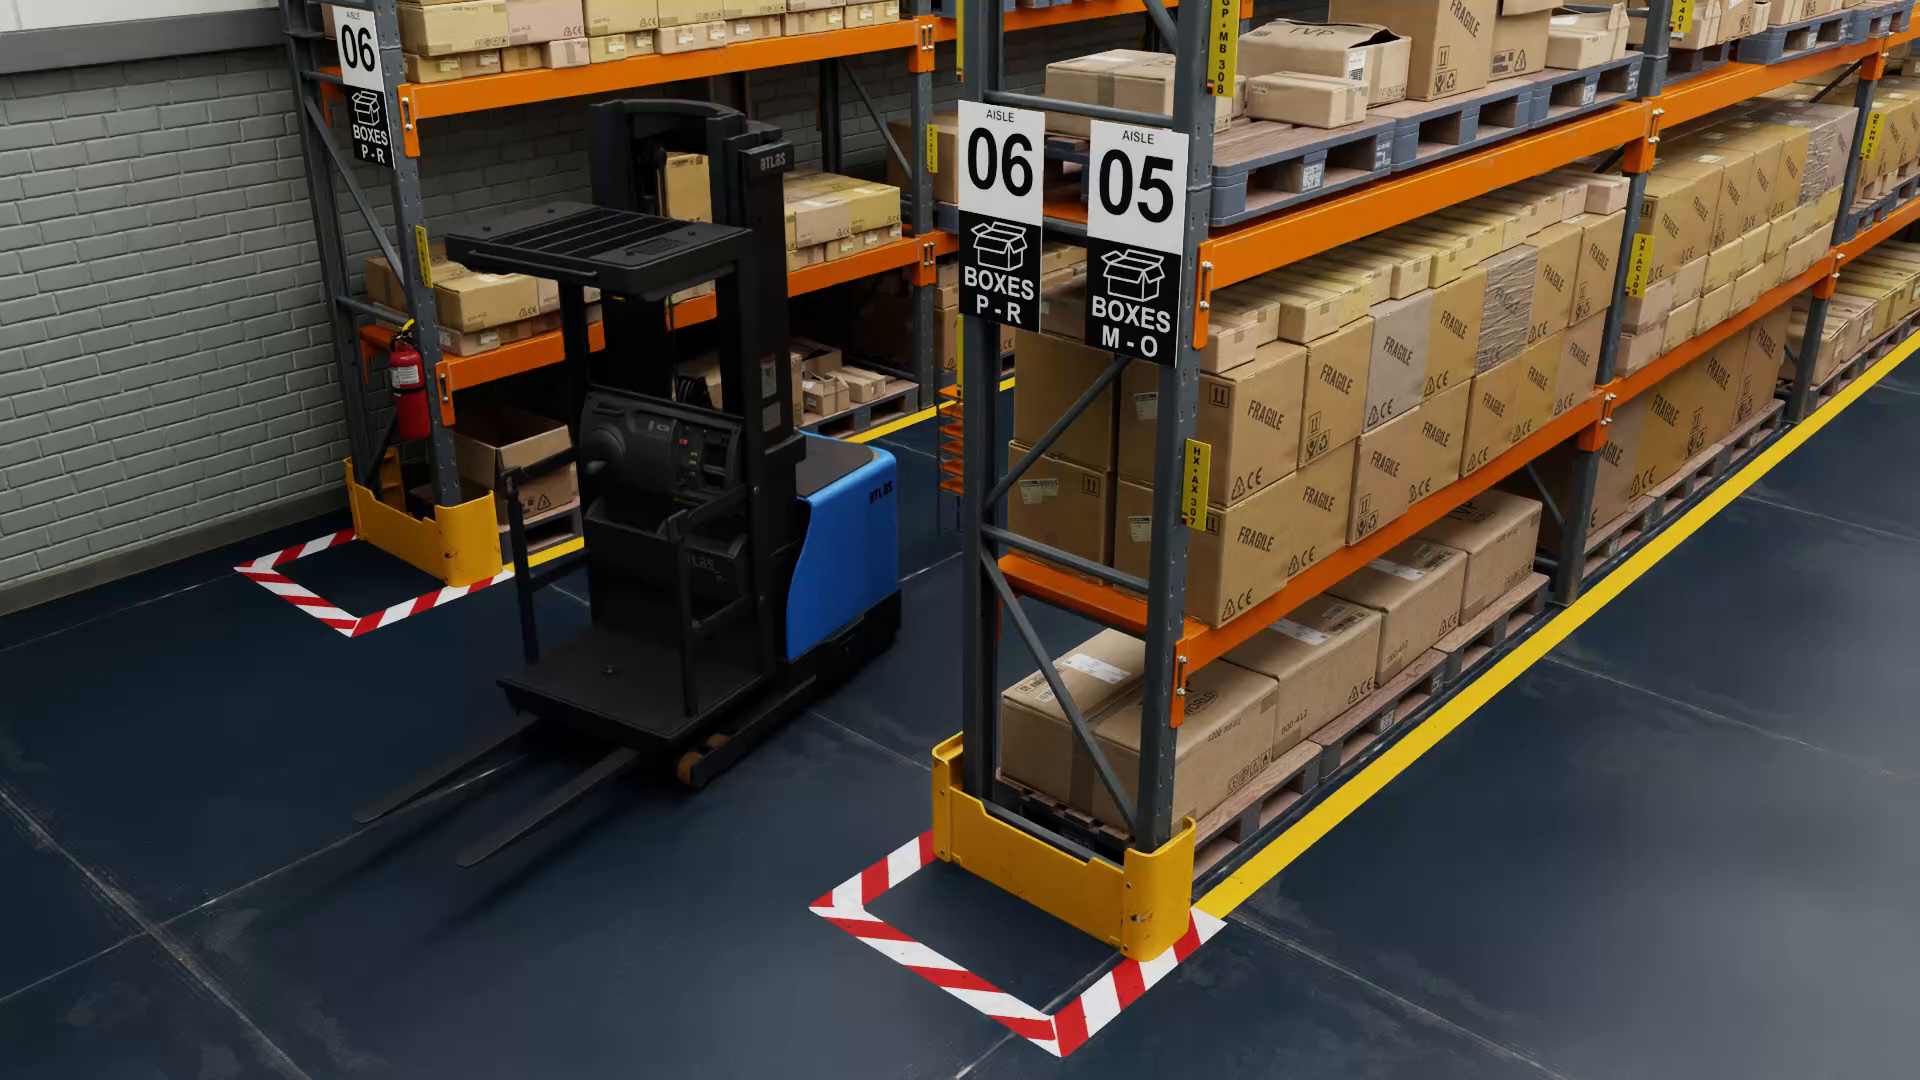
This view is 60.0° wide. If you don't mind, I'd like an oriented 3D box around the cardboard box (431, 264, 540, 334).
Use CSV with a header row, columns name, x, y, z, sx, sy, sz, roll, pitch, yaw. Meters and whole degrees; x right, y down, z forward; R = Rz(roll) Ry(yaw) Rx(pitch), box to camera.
name,x,y,z,sx,sy,sz,roll,pitch,yaw
cardboard box,-2.774,-1.401,9.529,0.500,0.250,0.500,20,31,38

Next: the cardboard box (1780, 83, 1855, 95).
name,x,y,z,sx,sy,sz,roll,pitch,yaw
cardboard box,6.530,-3.254,12.843,0.500,0.500,0.500,18,30,34

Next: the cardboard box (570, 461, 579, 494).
name,x,y,z,sx,sy,sz,roll,pitch,yaw
cardboard box,-2.486,-0.439,10.535,0.380,0.149,0.250,19,30,36

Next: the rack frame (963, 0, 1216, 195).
name,x,y,z,sx,sy,sz,roll,pitch,yaw
rack frame,0.421,-2.653,5.167,1.000,3.000,0.127,20,31,38

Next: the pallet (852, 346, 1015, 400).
name,x,y,z,sx,sy,sz,roll,pitch,yaw
pallet,-0.093,-1.474,13.279,1.003,0.211,1.213,20,31,38

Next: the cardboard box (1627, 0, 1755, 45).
name,x,y,z,sx,sy,sz,roll,pitch,yaw
cardboard box,3.895,-2.929,8.815,0.500,0.500,0.500,19,31,37

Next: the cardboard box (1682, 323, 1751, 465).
name,x,y,z,sx,sy,sz,roll,pitch,yaw
cardboard box,4.639,-1.116,11.157,0.875,0.875,0.875,21,31,38

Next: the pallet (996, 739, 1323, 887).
name,x,y,z,sx,sy,sz,roll,pitch,yaw
pallet,0.897,1.092,7.556,1.003,0.211,1.213,20,31,38

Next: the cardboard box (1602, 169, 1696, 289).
name,x,y,z,sx,sy,sz,roll,pitch,yaw
cardboard box,3.599,-1.691,9.011,0.500,0.500,0.500,21,31,38

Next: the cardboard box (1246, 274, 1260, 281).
name,x,y,z,sx,sy,sz,roll,pitch,yaw
cardboard box,1.199,-1.188,7.097,0.380,0.149,0.250,20,31,37

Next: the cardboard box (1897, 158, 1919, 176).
name,x,y,z,sx,sy,sz,roll,pitch,yaw
cardboard box,7.231,-2.957,12.972,0.380,0.149,0.250,21,32,39

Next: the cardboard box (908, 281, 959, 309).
name,x,y,z,sx,sy,sz,roll,pitch,yaw
cardboard box,-0.170,-1.872,12.507,0.380,0.149,0.250,22,32,40

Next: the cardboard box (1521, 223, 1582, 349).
name,x,y,z,sx,sy,sz,roll,pitch,yaw
cardboard box,2.637,-1.264,8.059,0.500,0.500,0.500,20,31,37

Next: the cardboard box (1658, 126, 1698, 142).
name,x,y,z,sx,sy,sz,roll,pitch,yaw
cardboard box,4.229,-2.311,10.393,0.500,0.500,0.500,21,31,38

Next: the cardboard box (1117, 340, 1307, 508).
name,x,y,z,sx,sy,sz,roll,pitch,yaw
cardboard box,0.954,-0.485,6.322,0.500,0.500,0.500,19,31,36

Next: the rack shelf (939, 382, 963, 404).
name,x,y,z,sx,sy,sz,roll,pitch,yaw
rack shelf,0.010,-0.840,9.885,0.258,0.103,0.180,20,31,38

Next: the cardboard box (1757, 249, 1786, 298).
name,x,y,z,sx,sy,sz,roll,pitch,yaw
cardboard box,4.939,-1.750,10.670,0.500,0.250,0.500,20,31,37

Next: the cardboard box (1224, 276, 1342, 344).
name,x,y,z,sx,sy,sz,roll,pitch,yaw
cardboard box,1.245,-0.893,6.437,0.380,0.149,0.250,21,32,39

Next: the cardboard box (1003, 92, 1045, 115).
name,x,y,z,sx,sy,sz,roll,pitch,yaw
cardboard box,0.751,-3.208,13.104,0.700,0.500,0.500,20,31,37

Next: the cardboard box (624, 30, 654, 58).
name,x,y,z,sx,sy,sz,roll,pitch,yaw
cardboard box,-2.021,-2.939,9.780,0.380,0.149,0.250,20,31,37

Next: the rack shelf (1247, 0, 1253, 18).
name,x,y,z,sx,sy,sz,roll,pitch,yaw
rack shelf,3.396,-5.357,15.743,1.077,0.370,4.000,20,31,38

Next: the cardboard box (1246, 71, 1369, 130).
name,x,y,z,sx,sy,sz,roll,pitch,yaw
cardboard box,1.319,-1.675,6.325,0.380,0.149,0.250,22,32,39

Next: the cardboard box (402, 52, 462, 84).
name,x,y,z,sx,sy,sz,roll,pitch,yaw
cardboard box,-2.892,-2.557,8.927,0.380,0.149,0.250,21,32,39

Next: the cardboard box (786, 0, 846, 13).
name,x,y,z,sx,sy,sz,roll,pitch,yaw
cardboard box,-1.083,-3.547,10.649,0.500,0.250,0.500,19,30,36

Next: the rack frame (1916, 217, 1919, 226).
name,x,y,z,sx,sy,sz,roll,pitch,yaw
rack frame,8.430,-3.571,14.548,1.000,3.000,0.127,20,31,38

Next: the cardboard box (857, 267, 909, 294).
name,x,y,z,sx,sy,sz,roll,pitch,yaw
cardboard box,-0.577,-2.026,12.851,0.380,0.149,0.250,19,30,36

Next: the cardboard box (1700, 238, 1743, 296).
name,x,y,z,sx,sy,sz,roll,pitch,yaw
cardboard box,4.278,-1.664,9.866,0.500,0.250,0.500,21,31,38

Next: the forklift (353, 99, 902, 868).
name,x,y,z,sx,sy,sz,roll,pitch,yaw
forklift,-1.509,-0.406,7.573,1.130,2.935,3.031,14,28,28

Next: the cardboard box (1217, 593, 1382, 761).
name,x,y,z,sx,sy,sz,roll,pitch,yaw
cardboard box,1.392,0.553,7.969,0.875,0.438,0.875,21,32,39

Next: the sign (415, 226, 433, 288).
name,x,y,z,sx,sy,sz,roll,pitch,yaw
sign,-2.873,-1.516,8.907,0.100,0.325,0.005,20,31,38

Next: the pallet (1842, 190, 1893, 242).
name,x,y,z,sx,sy,sz,roll,pitch,yaw
pallet,6.157,-2.511,12.419,1.213,0.211,1.003,20,31,38

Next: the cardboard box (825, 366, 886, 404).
name,x,y,z,sx,sy,sz,roll,pitch,yaw
cardboard box,-0.761,-1.129,12.073,0.380,0.149,0.250,19,30,36

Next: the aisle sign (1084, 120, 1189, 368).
name,x,y,z,sx,sy,sz,roll,pitch,yaw
aisle sign,0.589,-1.000,5.637,0.394,0.787,0.004,20,31,38

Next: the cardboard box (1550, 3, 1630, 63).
name,x,y,z,sx,sy,sz,roll,pitch,yaw
cardboard box,2.903,-2.396,7.791,0.396,0.266,0.258,21,32,39

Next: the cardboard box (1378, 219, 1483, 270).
name,x,y,z,sx,sy,sz,roll,pitch,yaw
cardboard box,2.069,-1.300,7.345,0.380,0.149,0.250,20,31,38

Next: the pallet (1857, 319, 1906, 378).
name,x,y,z,sx,sy,sz,roll,pitch,yaw
pallet,7.098,-1.688,13.756,1.003,0.211,1.213,20,31,38

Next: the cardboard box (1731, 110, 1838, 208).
name,x,y,z,sx,sy,sz,roll,pitch,yaw
cardboard box,5.274,-2.467,10.741,0.500,0.500,0.500,21,31,38

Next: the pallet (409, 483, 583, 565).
name,x,y,z,sx,sy,sz,roll,pitch,yaw
pallet,-2.695,-0.263,10.579,1.003,0.211,1.213,20,31,38

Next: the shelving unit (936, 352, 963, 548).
name,x,y,z,sx,sy,sz,roll,pitch,yaw
shelving unit,0.010,-0.552,10.014,0.258,1.200,0.189,20,31,38

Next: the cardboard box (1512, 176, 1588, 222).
name,x,y,z,sx,sy,sz,roll,pitch,yaw
cardboard box,2.866,-1.700,8.238,0.380,0.149,0.250,21,32,39

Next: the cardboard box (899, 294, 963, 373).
name,x,y,z,sx,sy,sz,roll,pitch,yaw
cardboard box,-0.118,-1.625,12.750,0.500,0.500,0.500,22,32,40

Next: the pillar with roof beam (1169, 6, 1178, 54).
name,x,y,z,sx,sy,sz,roll,pitch,yaw
pillar with roof beam,5.466,-5.912,12.436,9.100,9.000,0.400,20,31,38

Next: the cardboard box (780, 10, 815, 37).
name,x,y,z,sx,sy,sz,roll,pitch,yaw
cardboard box,-1.147,-3.325,10.640,0.380,0.149,0.250,20,31,37

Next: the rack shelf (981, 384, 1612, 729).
name,x,y,z,sx,sy,sz,roll,pitch,yaw
rack shelf,1.756,-0.196,7.901,1.077,0.370,4.000,20,31,38

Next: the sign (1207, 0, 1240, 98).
name,x,y,z,sx,sy,sz,roll,pitch,yaw
sign,0.831,-1.565,5.244,0.100,0.325,0.005,20,31,38

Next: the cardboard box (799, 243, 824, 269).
name,x,y,z,sx,sy,sz,roll,pitch,yaw
cardboard box,-1.141,-1.964,11.270,0.380,0.149,0.250,21,32,39

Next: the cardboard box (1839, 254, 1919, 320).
name,x,y,z,sx,sy,sz,roll,pitch,yaw
cardboard box,7.605,-2.183,14.152,0.625,0.372,0.950,-22,32,-40

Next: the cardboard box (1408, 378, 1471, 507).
name,x,y,z,sx,sy,sz,roll,pitch,yaw
cardboard box,1.947,-0.498,7.571,0.500,0.500,0.500,21,32,39

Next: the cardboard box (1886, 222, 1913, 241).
name,x,y,z,sx,sy,sz,roll,pitch,yaw
cardboard box,8.625,-3.104,15.437,0.500,0.500,0.500,20,31,37

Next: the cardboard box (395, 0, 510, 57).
name,x,y,z,sx,sy,sz,roll,pitch,yaw
cardboard box,-2.778,-2.766,8.906,0.500,0.250,0.500,20,31,37

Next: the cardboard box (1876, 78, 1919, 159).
name,x,y,z,sx,sy,sz,roll,pitch,yaw
cardboard box,7.265,-3.274,12.886,0.500,0.500,0.500,19,30,36

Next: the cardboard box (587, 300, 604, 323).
name,x,y,z,sx,sy,sz,roll,pitch,yaw
cardboard box,-2.355,-1.420,10.057,0.380,0.149,0.250,21,32,39

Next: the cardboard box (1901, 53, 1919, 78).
name,x,y,z,sx,sy,sz,roll,pitch,yaw
cardboard box,7.675,-3.734,13.120,0.380,0.149,0.250,19,30,35

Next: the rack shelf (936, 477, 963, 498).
name,x,y,z,sx,sy,sz,roll,pitch,yaw
rack shelf,0.010,-0.292,10.131,0.258,0.103,0.180,20,31,38

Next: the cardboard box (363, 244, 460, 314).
name,x,y,z,sx,sy,sz,roll,pitch,yaw
cardboard box,-3.168,-1.549,9.859,0.500,0.250,0.500,21,32,39

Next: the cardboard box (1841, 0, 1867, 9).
name,x,y,z,sx,sy,sz,roll,pitch,yaw
cardboard box,5.241,-3.605,10.322,0.700,0.500,0.500,18,30,35
